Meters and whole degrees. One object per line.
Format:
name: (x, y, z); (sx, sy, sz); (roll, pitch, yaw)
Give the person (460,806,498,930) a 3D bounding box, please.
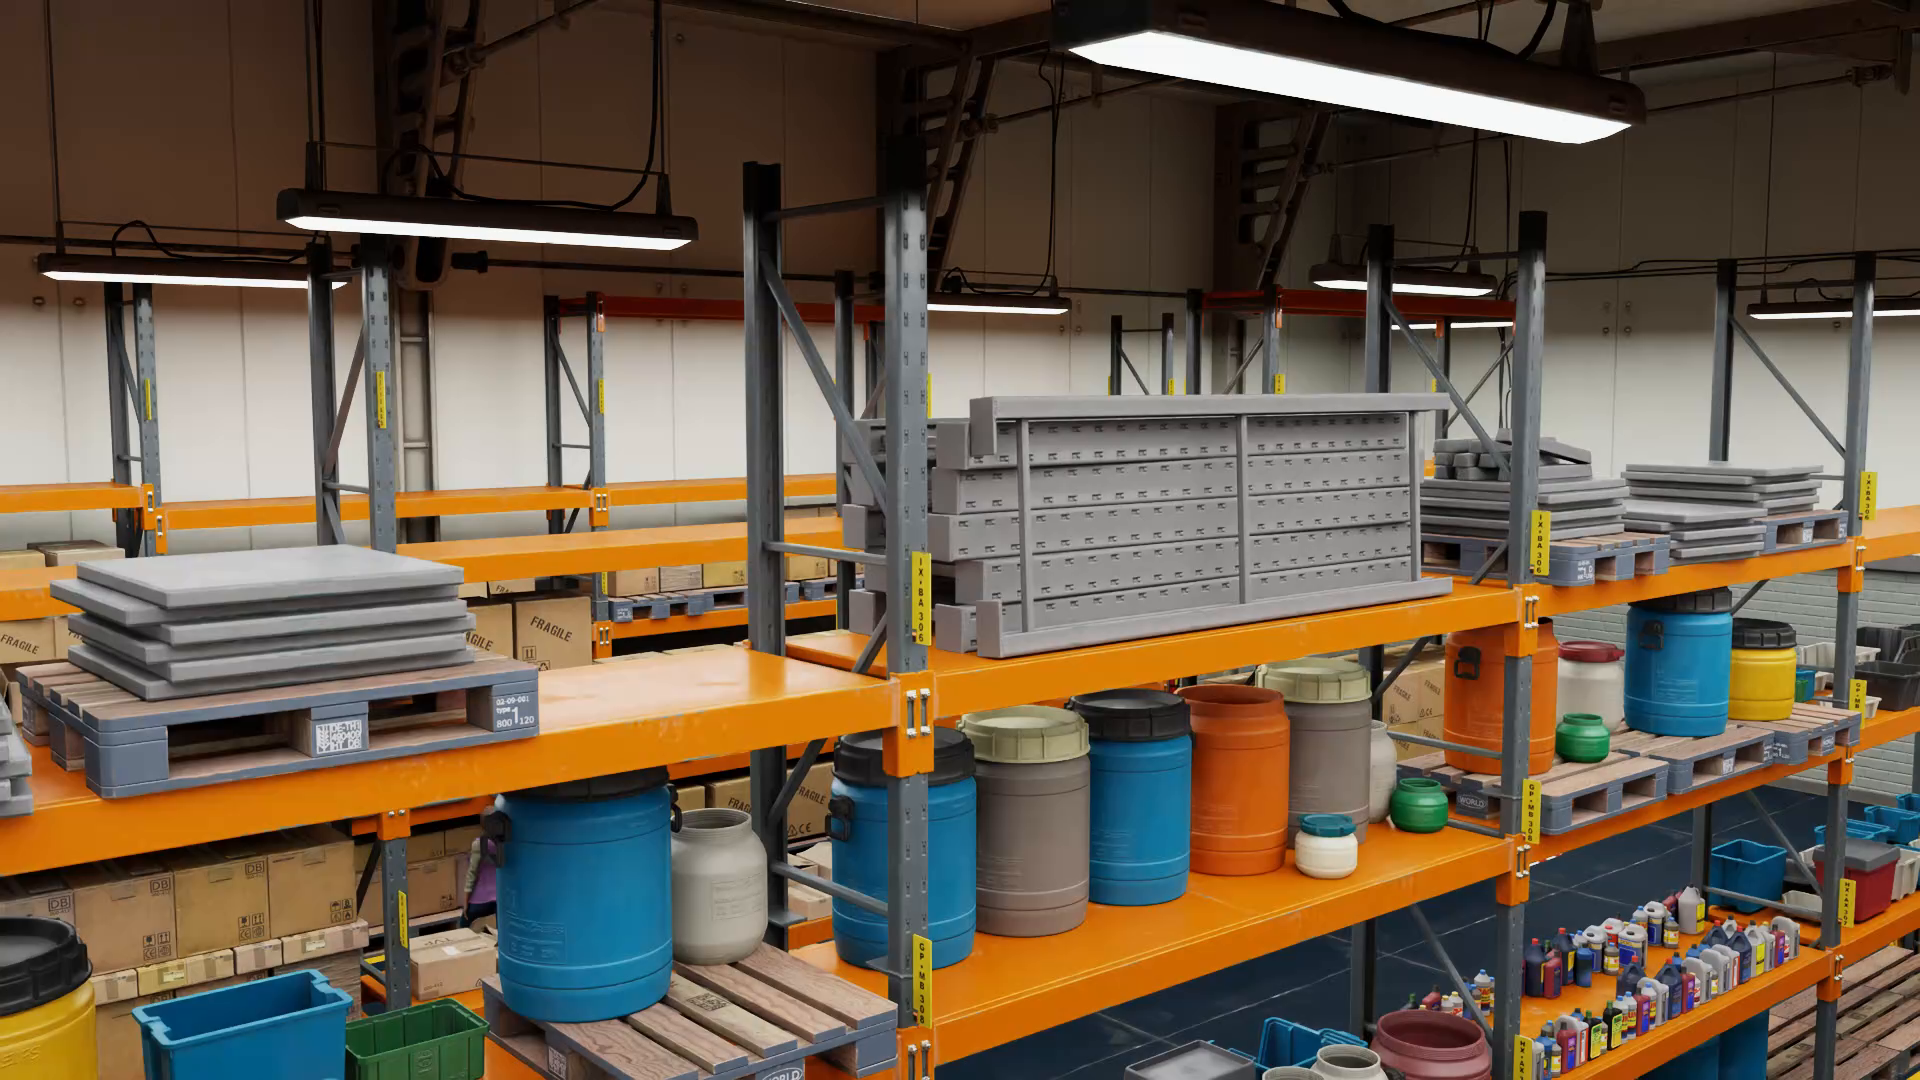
person: (-3.984, 3.034, 13.923); (0.339, 1.620, 0.473); (5, 7, 40)
